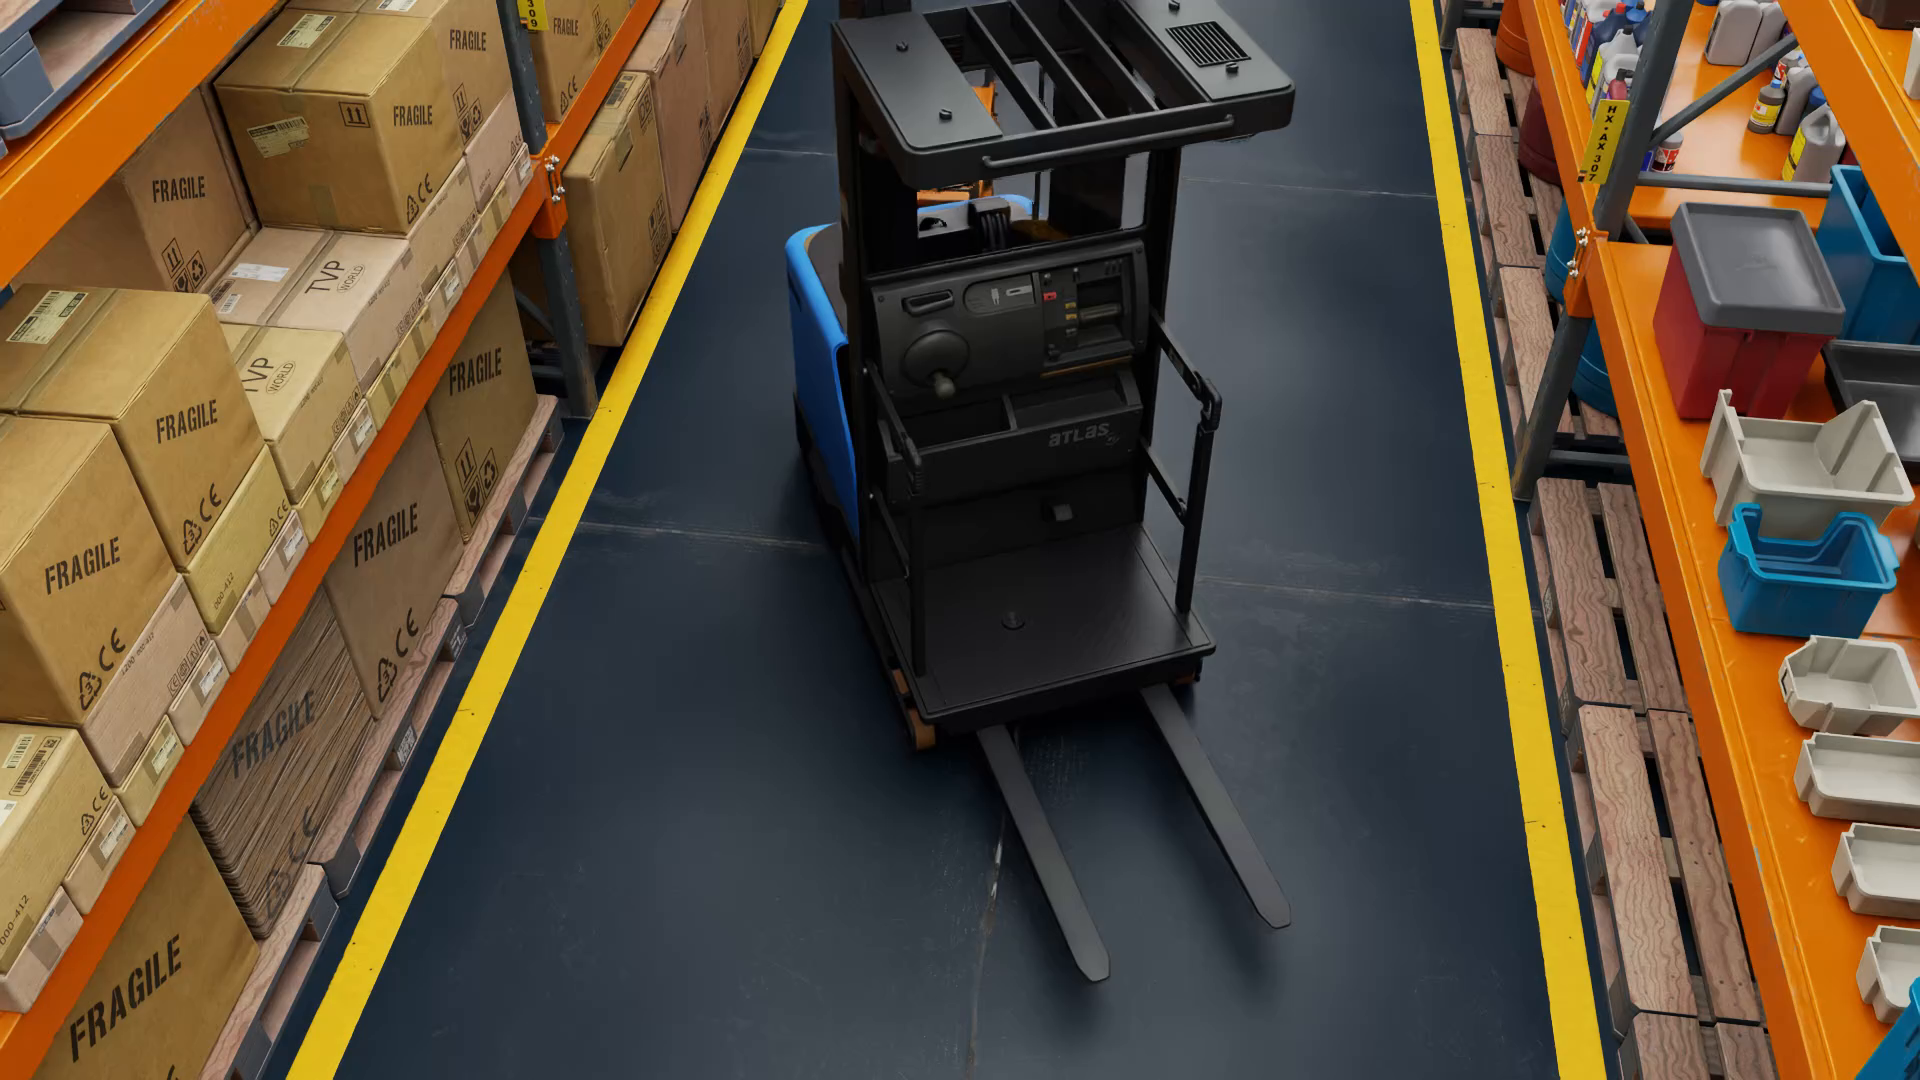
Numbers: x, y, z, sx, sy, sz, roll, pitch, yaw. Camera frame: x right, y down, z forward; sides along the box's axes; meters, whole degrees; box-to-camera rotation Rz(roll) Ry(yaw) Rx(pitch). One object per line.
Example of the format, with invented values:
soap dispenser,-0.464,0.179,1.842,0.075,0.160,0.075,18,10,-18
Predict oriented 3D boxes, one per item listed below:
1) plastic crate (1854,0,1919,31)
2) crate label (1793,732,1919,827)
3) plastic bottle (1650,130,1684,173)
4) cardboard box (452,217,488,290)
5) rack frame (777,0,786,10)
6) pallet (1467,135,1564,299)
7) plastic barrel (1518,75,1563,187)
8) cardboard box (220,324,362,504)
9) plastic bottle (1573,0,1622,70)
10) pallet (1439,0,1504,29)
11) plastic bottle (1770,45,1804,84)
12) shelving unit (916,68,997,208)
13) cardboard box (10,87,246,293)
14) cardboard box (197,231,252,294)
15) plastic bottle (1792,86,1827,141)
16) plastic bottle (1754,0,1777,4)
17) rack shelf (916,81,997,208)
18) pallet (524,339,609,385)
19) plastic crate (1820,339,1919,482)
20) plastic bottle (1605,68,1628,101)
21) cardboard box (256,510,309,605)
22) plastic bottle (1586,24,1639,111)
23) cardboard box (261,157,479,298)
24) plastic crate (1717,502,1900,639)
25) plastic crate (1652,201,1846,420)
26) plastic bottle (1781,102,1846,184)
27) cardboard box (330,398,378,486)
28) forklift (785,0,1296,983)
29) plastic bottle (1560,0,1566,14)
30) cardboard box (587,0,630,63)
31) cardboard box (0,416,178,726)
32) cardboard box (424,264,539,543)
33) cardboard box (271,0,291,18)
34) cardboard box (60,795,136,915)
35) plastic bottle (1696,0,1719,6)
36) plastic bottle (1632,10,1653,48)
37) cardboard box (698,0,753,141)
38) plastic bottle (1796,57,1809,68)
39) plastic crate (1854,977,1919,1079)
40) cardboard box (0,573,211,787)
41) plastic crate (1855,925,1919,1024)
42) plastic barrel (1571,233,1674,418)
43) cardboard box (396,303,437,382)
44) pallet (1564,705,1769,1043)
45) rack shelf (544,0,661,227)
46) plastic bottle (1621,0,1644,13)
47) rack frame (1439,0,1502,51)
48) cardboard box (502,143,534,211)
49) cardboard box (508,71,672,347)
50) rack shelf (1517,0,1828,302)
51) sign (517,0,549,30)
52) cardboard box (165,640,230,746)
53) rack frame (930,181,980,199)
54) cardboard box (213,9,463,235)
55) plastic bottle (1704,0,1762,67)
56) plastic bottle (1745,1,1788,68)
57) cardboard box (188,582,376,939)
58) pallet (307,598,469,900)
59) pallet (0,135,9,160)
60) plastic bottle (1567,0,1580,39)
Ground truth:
plastic crate,2.368,-1.466,4.030,0.497,0.269,0.590,5,44,6
crate label,2.269,0.594,4.089,0.396,0.136,0.243,5,44,6
plastic bottle,2.662,-1.473,6.268,0.097,0.201,0.097,0,43,0
cardboard box,-1.889,-1.016,5.825,0.380,0.149,0.250,5,44,5
rack frame,-1.577,-4.422,9.238,1.000,3.000,0.127,5,44,6
pallet,3.106,-1.589,8.274,1.003,0.211,1.213,5,44,6
plastic barrel,3.136,-2.144,8.281,0.600,0.588,0.708,5,44,6
cardboard box,-2.107,-0.379,4.861,0.500,0.250,0.500,4,44,5
plastic bottle,2.650,-2.091,6.867,0.152,0.276,0.135,5,44,6
pallet,3.473,-3.483,10.275,1.003,0.211,1.213,5,44,6
plastic bottle,3.359,-1.913,6.733,0.097,0.201,0.097,0,43,0
shelving unit,-0.135,-1.427,7.439,0.538,1.125,1.048,3,44,3
cardboard box,-2.559,-1.028,5.002,0.500,0.500,0.500,4,44,4
cardboard box,-2.561,-0.761,5.265,0.500,0.250,0.500,6,44,7
plastic bottle,3.303,-1.647,6.402,0.097,0.271,0.097,0,43,0
plastic bottle,3.396,-2.270,7.056,0.152,0.276,0.135,5,44,6
rack shelf,-0.135,-1.640,7.238,0.538,0.278,1.000,3,44,3
pallet,-2.078,-1.216,7.881,1.003,0.211,1.213,5,44,6
plastic crate,2.922,-0.380,5.126,0.437,0.125,0.590,5,44,6
plastic bottle,2.521,-1.663,6.409,0.061,0.283,0.133,5,44,6
cardboard box,-2.093,0.033,4.716,0.380,0.149,0.250,5,44,5
plastic bottle,2.601,-1.884,6.594,0.144,0.351,0.185,5,44,6
cardboard box,-1.970,-1.072,5.593,0.500,0.250,0.500,6,44,7
plastic crate,2.292,0.097,4.544,0.416,0.233,0.300,5,44,6
plastic crate,2.437,-0.705,5.222,0.402,0.464,0.583,5,44,6
plastic bottle,3.177,-1.466,6.152,0.144,0.351,0.185,5,44,6
cardboard box,-2.026,-0.318,5.087,0.380,0.149,0.250,6,44,6
forklift,0.245,-0.628,5.281,1.130,2.935,3.031,-13,45,-13
plastic bottle,2.687,-2.395,7.243,0.097,0.201,0.097,0,43,0
cardboard box,-1.732,-2.365,6.994,0.500,0.500,0.500,5,44,6
cardboard box,-2.237,0.061,3.851,0.500,0.500,0.500,4,44,4
cardboard box,-2.272,-0.634,6.478,0.875,0.875,0.875,5,44,6
cardboard box,-2.422,-1.718,5.730,0.500,0.500,0.500,5,44,6
cardboard box,-2.228,0.735,3.975,0.380,0.149,0.250,5,44,5
plastic bottle,3.321,-2.491,7.293,0.097,0.271,0.097,0,43,0
plastic bottle,2.768,-1.997,6.713,0.144,0.351,0.185,5,44,6
cardboard box,-1.814,-2.727,8.689,1.225,0.875,0.875,5,44,6
plastic bottle,3.333,-1.805,6.569,0.097,0.271,0.097,0,43,0
plastic crate,2.134,1.201,3.231,0.616,0.435,0.499,5,44,6
cardboard box,-2.241,0.319,4.124,0.500,0.250,0.500,5,44,5
plastic crate,2.203,0.982,3.679,0.396,0.136,0.243,5,44,6
plastic barrel,2.893,-1.005,6.851,0.600,0.901,0.708,5,44,6
cardboard box,-1.957,-0.665,5.454,0.380,0.149,0.250,6,44,6
pallet,2.586,1.106,5.429,1.003,0.211,1.213,5,44,6
rack shelf,-1.841,-2.797,8.046,1.077,0.370,4.000,5,44,6
plastic bottle,2.794,-2.182,6.967,0.097,0.271,0.097,0,43,0
rack frame,3.333,-3.972,8.763,1.000,3.000,0.127,5,44,6
cardboard box,-1.821,-1.367,6.195,0.380,0.149,0.250,5,44,6
cardboard box,-2.041,-1.515,7.408,1.225,0.875,0.875,5,44,6
rack shelf,3.068,-2.347,7.571,1.077,0.370,4.000,5,44,6
sign,-1.555,-1.989,5.982,0.100,0.325,0.005,5,44,6
cardboard box,-2.161,0.382,4.347,0.380,0.149,0.250,5,44,5
rack frame,-0.172,-1.078,7.071,0.500,1.125,0.032,3,44,3
cardboard box,-1.972,-1.343,5.334,0.500,0.500,0.500,6,44,6
plastic bottle,3.214,-2.126,6.904,0.152,0.276,0.135,5,44,6
plastic bottle,3.365,-2.112,6.889,0.152,0.276,0.135,5,44,6
cardboard box,-2.509,0.586,5.190,0.875,0.875,0.875,5,44,6
pallet,-2.443,0.662,5.898,1.003,0.211,1.213,5,44,6
pallet,-2.547,-0.533,3.014,1.003,0.211,1.213,5,44,6
plastic bottle,2.656,-2.237,7.076,0.097,0.201,0.097,0,43,0
